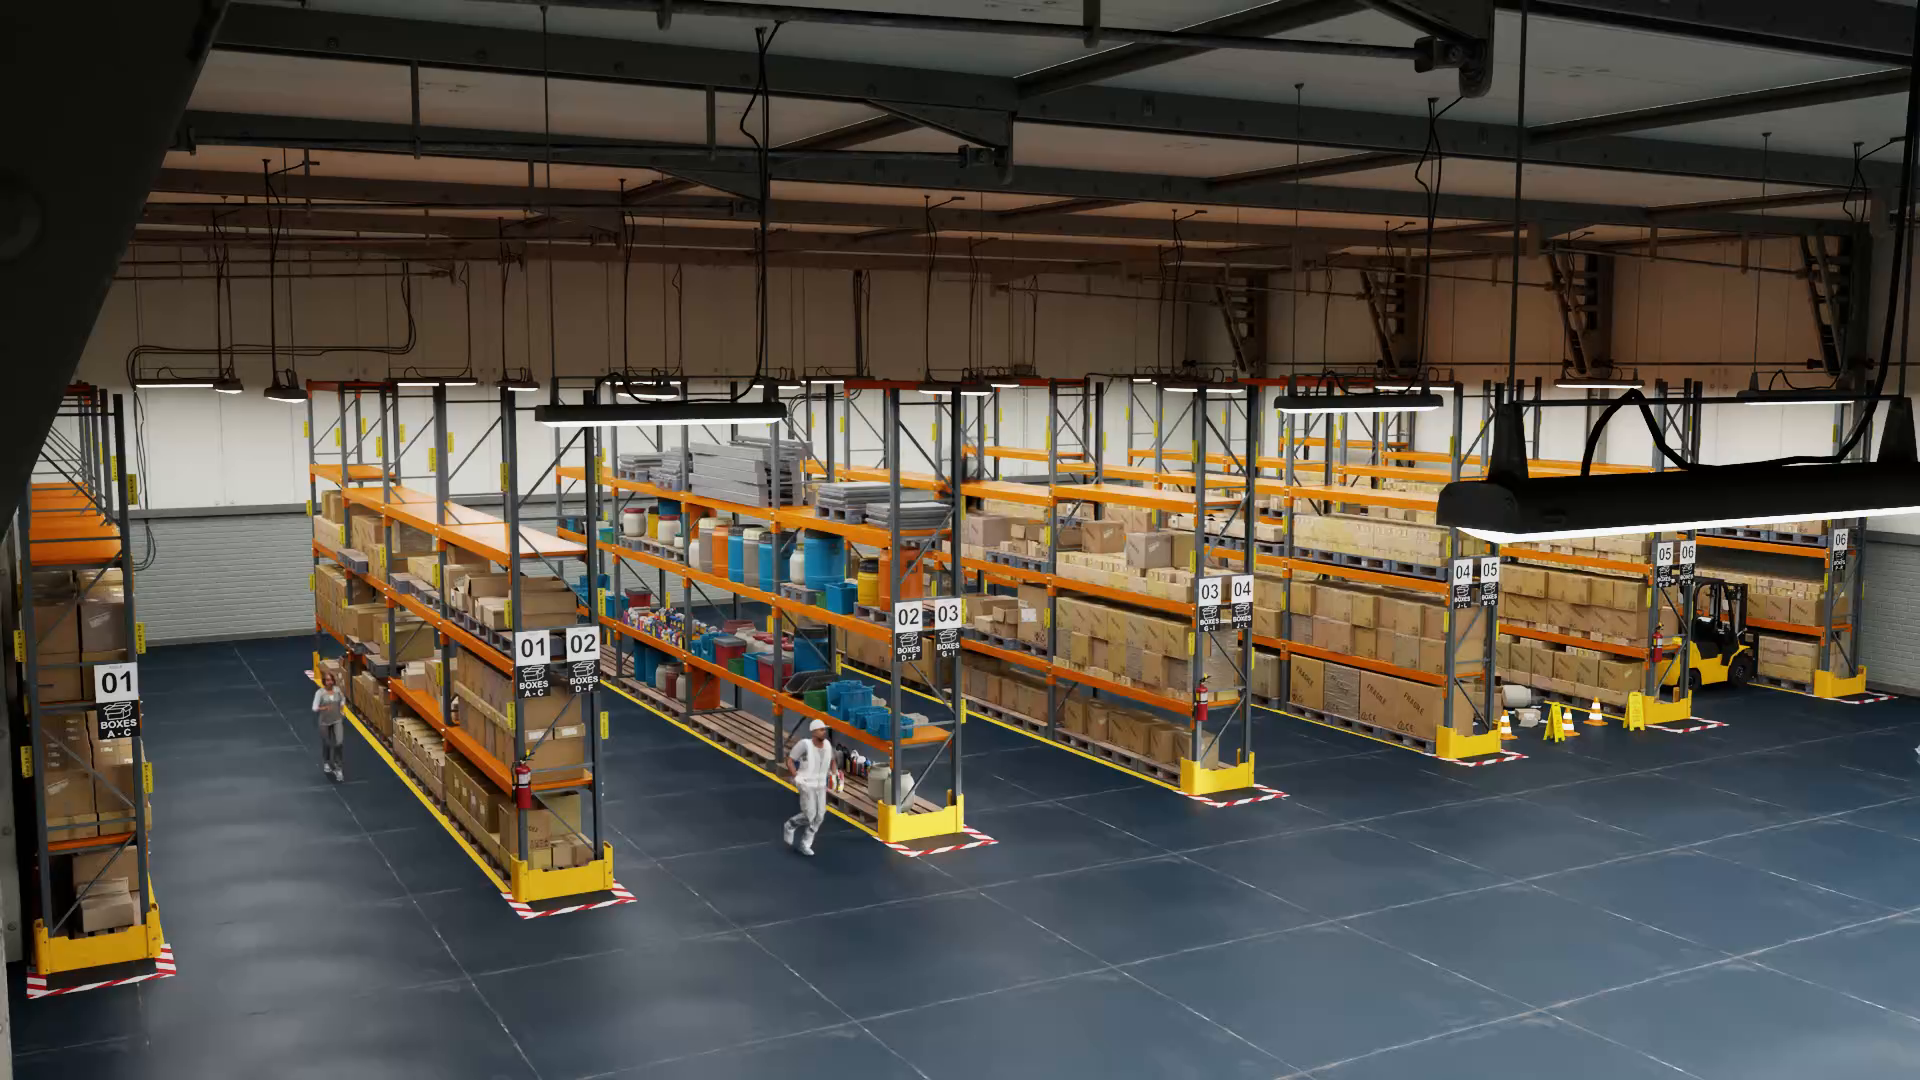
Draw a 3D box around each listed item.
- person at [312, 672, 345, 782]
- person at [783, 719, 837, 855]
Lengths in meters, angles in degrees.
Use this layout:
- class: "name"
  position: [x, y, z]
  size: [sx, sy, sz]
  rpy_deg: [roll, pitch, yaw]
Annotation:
- class: "person"
  position: [-9.610, 2.827, 25.381]
  size: [0.520, 1.635, 0.706]
  rpy_deg: [-4, 7, -30]
- class: "person"
  position: [-1.922, 3.180, 21.672]
  size: [0.741, 1.719, 0.555]
  rpy_deg: [-6, 8, -43]
